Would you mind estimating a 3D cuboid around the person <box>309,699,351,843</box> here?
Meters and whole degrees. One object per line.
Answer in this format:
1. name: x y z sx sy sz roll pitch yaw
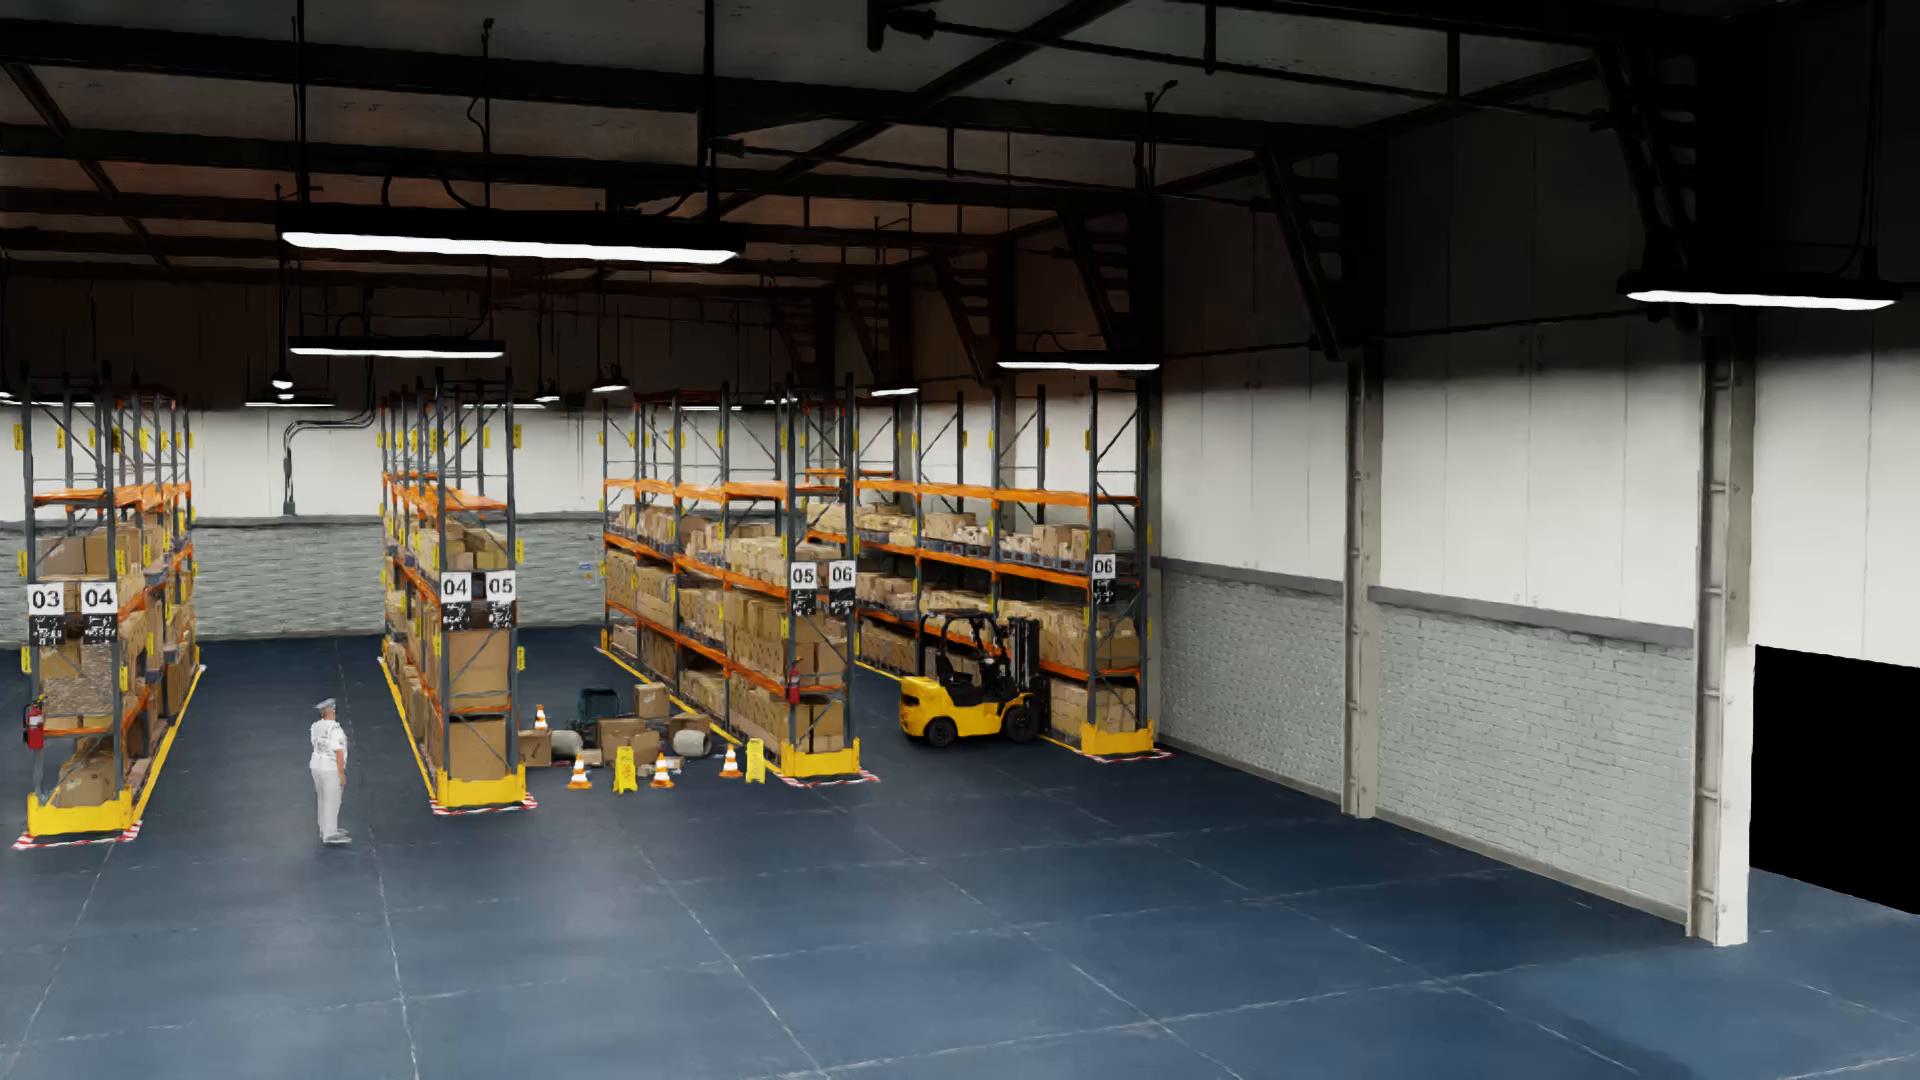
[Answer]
1. person: -7.818 2.865 20.720 0.513 1.759 0.474 3 4 37
